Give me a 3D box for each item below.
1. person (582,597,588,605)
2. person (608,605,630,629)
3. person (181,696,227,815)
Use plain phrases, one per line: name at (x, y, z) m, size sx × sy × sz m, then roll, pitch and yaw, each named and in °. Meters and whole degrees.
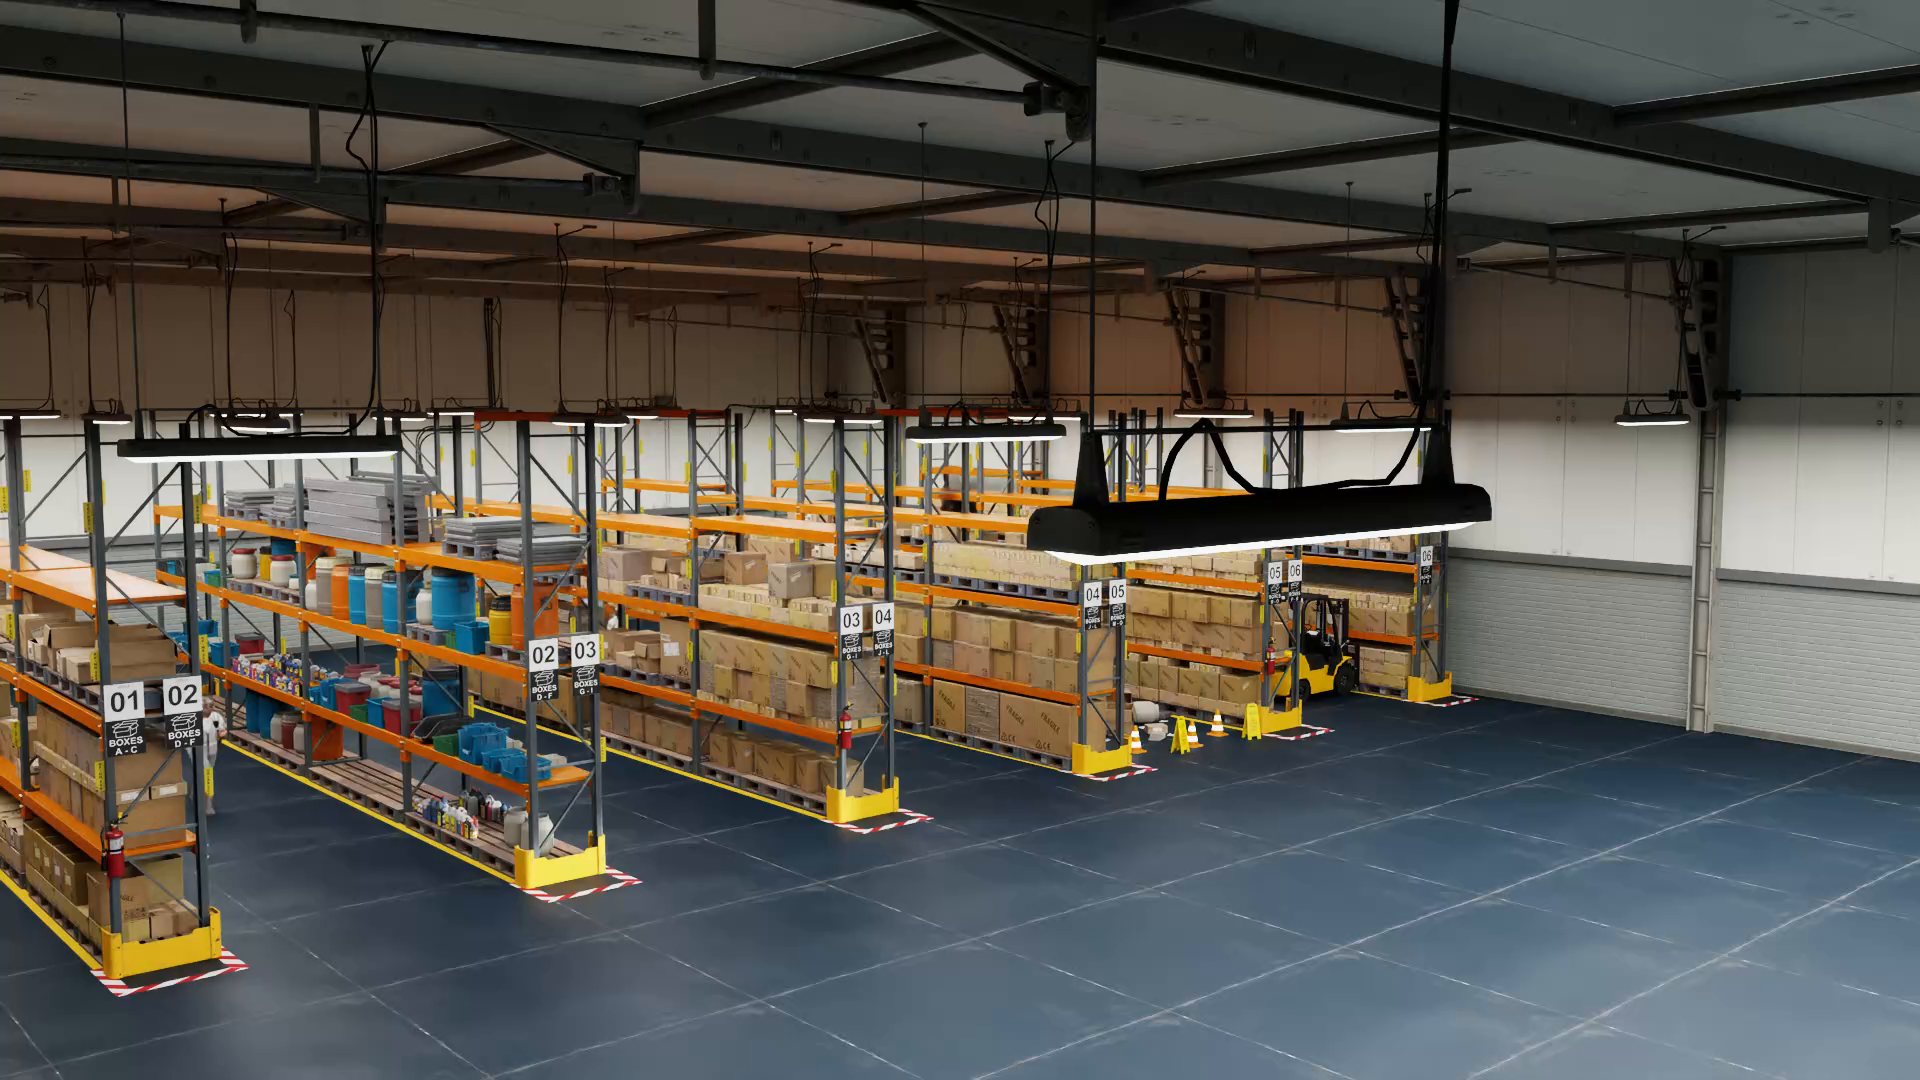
person at (-9.258, 1.989, 40.451) m, size 0.554 × 1.597 × 0.680 m, roll -4°, pitch 7°, yaw -40°
person at (-7.534, 2.273, 36.673) m, size 0.588 × 1.747 × 0.894 m, roll -3°, pitch 6°, yaw -32°
person at (-11.485, 3.249, 25.221) m, size 0.860 × 1.828 × 0.686 m, roll 4°, pitch 6°, yaw 39°
